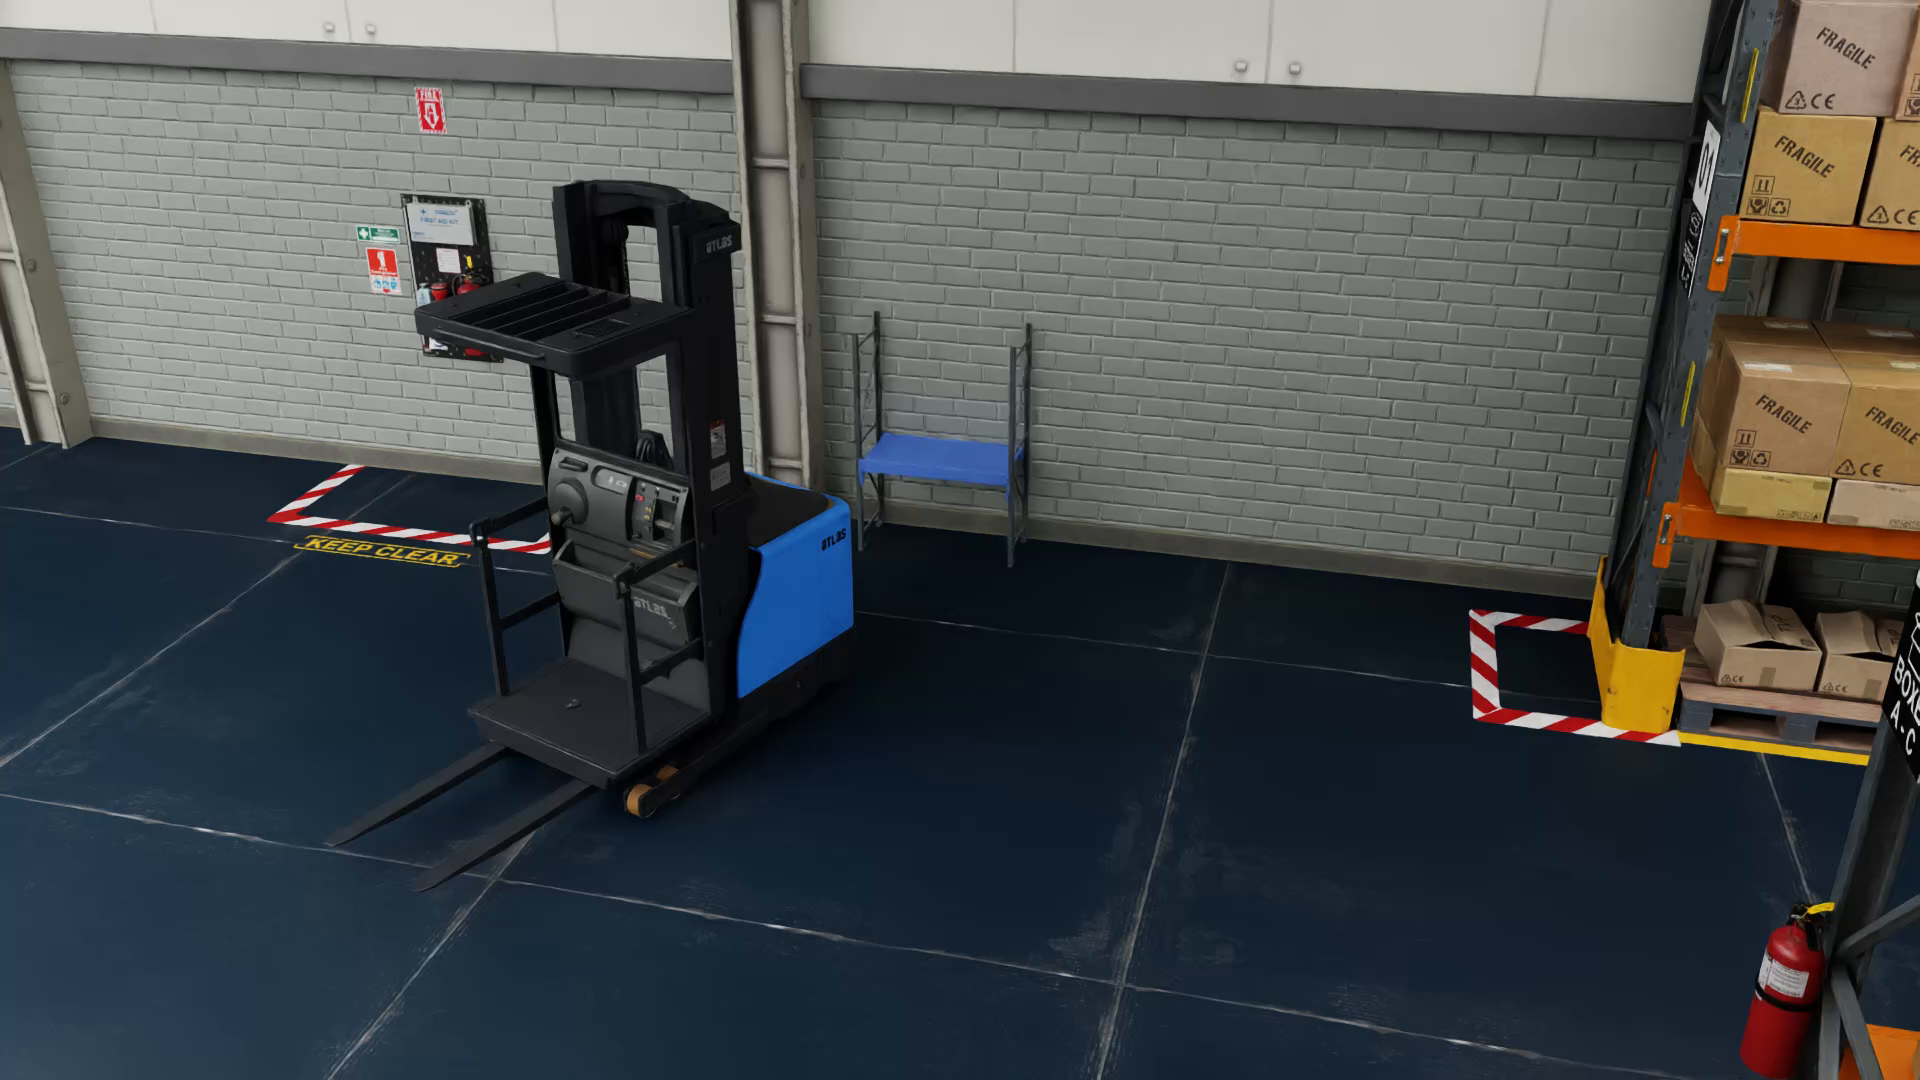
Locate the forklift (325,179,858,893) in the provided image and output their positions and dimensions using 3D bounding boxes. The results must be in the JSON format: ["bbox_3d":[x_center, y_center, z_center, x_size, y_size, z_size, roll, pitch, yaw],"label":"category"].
[{"bbox_3d":[-1.838,-0.167,8.190,1.130,2.935,3.031,16,30,31],"label":"forklift"}]

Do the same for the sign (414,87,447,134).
[{"bbox_3d":[-3.525,-2.861,11.073,0.199,0.298,0.001,6,26,13],"label":"sign"}]

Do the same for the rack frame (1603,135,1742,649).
[{"bbox_3d":[3.759,-0.564,8.946,0.127,3.000,1.000,6,26,13],"label":"rack frame"}]

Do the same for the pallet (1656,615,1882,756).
[{"bbox_3d":[4.611,0.805,9.314,1.213,0.211,1.003,6,26,13],"label":"pallet"}]

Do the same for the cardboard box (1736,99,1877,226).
[{"bbox_3d":[4.021,-1.833,7.981,0.500,0.500,0.500,7,26,14],"label":"cardboard box"}]

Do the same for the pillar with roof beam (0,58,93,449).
[{"bbox_3d":[-8.041,-3.051,7.189,0.400,9.000,9.100,6,26,13],"label":"pillar with roof beam"}]

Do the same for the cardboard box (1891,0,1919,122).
[{"bbox_3d":[4.545,-2.207,7.604,0.500,0.500,0.500,6,26,12],"label":"cardboard box"}]

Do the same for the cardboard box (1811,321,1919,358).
[{"bbox_3d":[4.754,-0.824,8.770,0.500,0.500,0.500,7,26,14],"label":"cardboard box"}]

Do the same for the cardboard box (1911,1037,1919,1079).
[{"bbox_3d":[2.978,1.509,4.475,0.500,0.500,0.700,6,26,13],"label":"cardboard box"}]

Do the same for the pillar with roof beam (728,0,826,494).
[{"bbox_3d":[-2.230,-2.408,5.840,0.400,9.000,9.100,6,26,13],"label":"pillar with roof beam"}]

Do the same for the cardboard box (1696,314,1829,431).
[{"bbox_3d":[4.269,-0.882,8.892,0.500,0.500,0.500,6,26,12],"label":"cardboard box"}]

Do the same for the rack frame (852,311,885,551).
[{"bbox_3d":[-0.601,-0.711,10.956,0.032,1.500,0.500,6,26,13],"label":"rack frame"}]

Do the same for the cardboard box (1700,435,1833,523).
[{"bbox_3d":[4.153,-0.321,8.586,0.500,0.250,0.500,6,26,11],"label":"cardboard box"}]

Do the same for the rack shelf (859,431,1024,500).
[{"bbox_3d":[-0.108,-0.495,10.917,1.000,0.185,0.538,6,26,13],"label":"rack shelf"}]

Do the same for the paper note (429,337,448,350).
[{"bbox_3d":[-3.696,-1.422,11.772,0.142,0.148,0.016,6,26,13],"label":"paper note"}]

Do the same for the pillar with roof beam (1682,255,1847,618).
[{"bbox_3d":[3.580,-1.766,4.490,0.400,9.000,9.100,6,26,13],"label":"pillar with roof beam"}]

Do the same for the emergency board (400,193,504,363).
[{"bbox_3d":[-3.542,-1.772,11.483,0.643,1.169,0.194,6,26,13],"label":"emergency board"}]

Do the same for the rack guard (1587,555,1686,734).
[{"bbox_3d":[3.833,0.573,9.466,0.348,0.500,1.175,6,26,13],"label":"rack guard"}]

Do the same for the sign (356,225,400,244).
[{"bbox_3d":[-4.050,-2.125,11.567,0.331,0.109,0.001,6,26,13],"label":"sign"}]

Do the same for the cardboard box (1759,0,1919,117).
[{"bbox_3d":[4.072,-2.282,7.761,0.500,0.500,0.500,4,26,9],"label":"cardboard box"}]

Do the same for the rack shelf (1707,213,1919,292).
[{"bbox_3d":[5.696,-1.380,8.006,4.000,0.370,1.077,6,26,13],"label":"rack shelf"}]

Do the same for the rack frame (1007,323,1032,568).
[{"bbox_3d":[0.384,-0.604,10.725,0.032,1.500,0.500,6,26,13],"label":"rack frame"}]

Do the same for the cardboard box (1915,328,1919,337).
[{"bbox_3d":[5.256,-0.771,8.658,0.500,0.500,0.500,6,26,12],"label":"cardboard box"}]

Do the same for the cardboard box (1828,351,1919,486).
[{"bbox_3d":[4.623,-0.611,8.322,0.500,0.500,0.500,6,26,13],"label":"cardboard box"}]

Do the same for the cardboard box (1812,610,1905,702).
[{"bbox_3d":[4.959,0.624,9.066,0.500,0.311,0.500,9,27,17],"label":"cardboard box"}]

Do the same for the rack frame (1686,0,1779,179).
[{"bbox_3d":[3.759,-3.273,7.656,0.127,3.000,1.000,6,26,13],"label":"rack frame"}]

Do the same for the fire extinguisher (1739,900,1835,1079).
[{"bbox_3d":[2.530,1.327,5.062,0.183,0.674,0.296,6,26,13],"label":"fire extinguisher"}]

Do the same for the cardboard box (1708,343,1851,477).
[{"bbox_3d":[4.147,-0.668,8.442,0.500,0.500,0.500,6,26,13],"label":"cardboard box"}]

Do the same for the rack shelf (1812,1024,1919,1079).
[{"bbox_3d":[4.466,2.037,4.318,4.000,0.370,1.077,6,26,13],"label":"rack shelf"}]

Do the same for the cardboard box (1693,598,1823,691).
[{"bbox_3d":[4.407,0.563,9.195,0.500,0.311,0.500,3,26,7],"label":"cardboard box"}]

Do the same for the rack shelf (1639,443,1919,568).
[{"bbox_3d":[5.696,-0.025,8.650,4.000,0.370,1.077,6,26,13],"label":"rack shelf"}]

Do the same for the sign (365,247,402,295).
[{"bbox_3d":[-4.052,-1.890,11.690,0.234,0.329,0.001,6,26,13],"label":"sign"}]

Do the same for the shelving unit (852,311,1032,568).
[{"bbox_3d":[-0.108,-0.658,10.841,1.048,1.500,0.538,6,26,13],"label":"shelving unit"}]

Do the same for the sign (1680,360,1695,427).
[{"bbox_3d":[3.624,-0.729,8.285,0.005,0.325,0.100,6,26,13],"label":"sign"}]

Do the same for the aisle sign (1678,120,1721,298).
[{"bbox_3d":[3.615,-1.621,8.141,0.004,0.787,0.394,6,26,13],"label":"aisle sign"}]

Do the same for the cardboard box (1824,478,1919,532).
[{"bbox_3d":[4.659,-0.271,8.482,0.500,0.250,0.500,5,26,11],"label":"cardboard box"}]

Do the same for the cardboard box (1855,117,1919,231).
[{"bbox_3d":[4.532,-1.760,7.829,0.500,0.500,0.500,8,27,16],"label":"cardboard box"}]

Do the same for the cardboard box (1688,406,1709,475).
[{"bbox_3d":[4.260,-0.536,9.038,0.500,0.250,0.500,7,26,14],"label":"cardboard box"}]

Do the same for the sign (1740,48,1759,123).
[{"bbox_3d":[3.624,-2.087,7.638,0.005,0.325,0.100,6,26,13],"label":"sign"}]

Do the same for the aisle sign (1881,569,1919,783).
[{"bbox_3d":[2.539,0.195,4.326,0.004,0.787,0.394,6,26,13],"label":"aisle sign"}]
